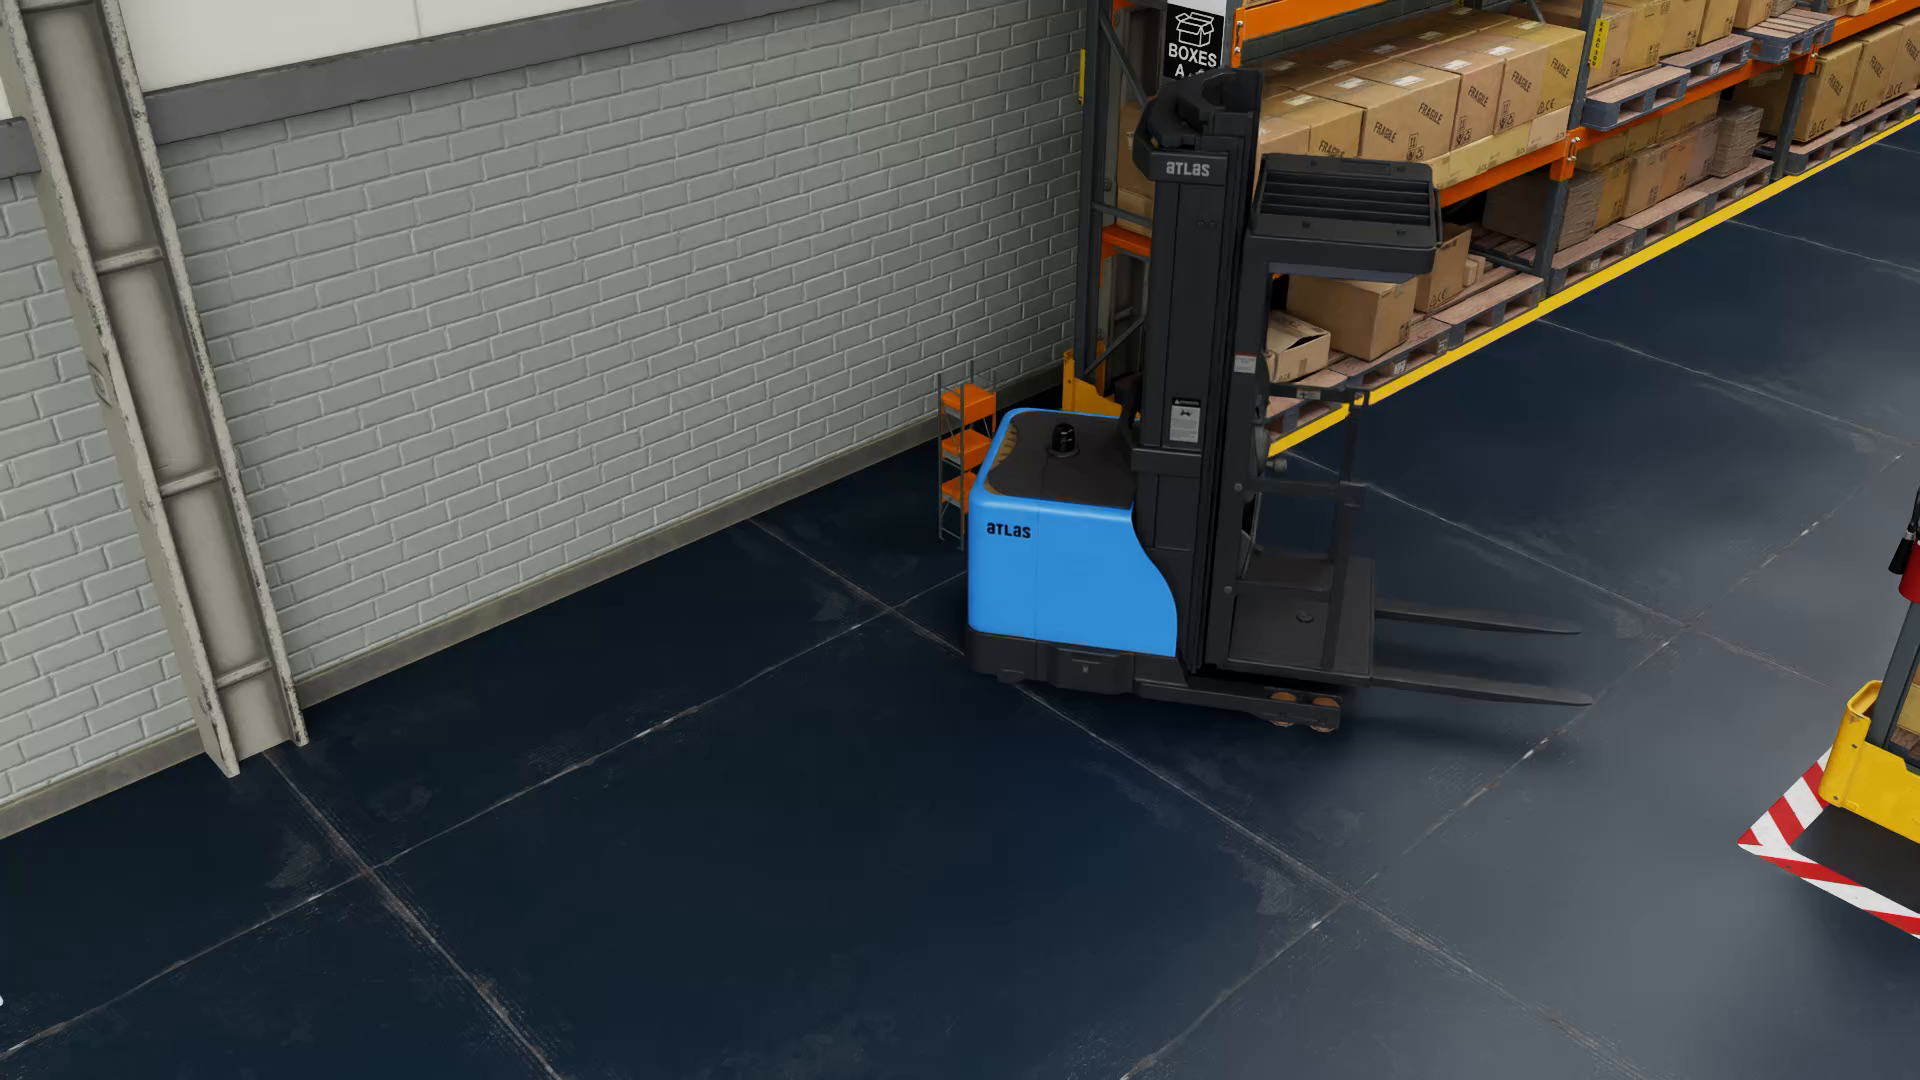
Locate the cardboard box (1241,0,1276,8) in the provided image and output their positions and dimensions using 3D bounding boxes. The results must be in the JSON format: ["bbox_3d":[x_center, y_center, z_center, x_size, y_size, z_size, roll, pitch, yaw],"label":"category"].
[{"bbox_3d":[1.515,-3.200,8.952,0.500,0.500,0.500,-25,39,-34],"label":"cardboard box"}]

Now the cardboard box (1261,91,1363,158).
[{"bbox_3d":[2.024,-2.336,9.935,0.500,0.500,0.500,-26,40,-35],"label":"cardboard box"}]

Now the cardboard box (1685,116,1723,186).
[{"bbox_3d":[6.017,-3.391,14.229,0.500,0.500,0.700,-26,40,-36],"label":"cardboard box"}]

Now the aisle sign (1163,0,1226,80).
[{"bbox_3d":[1.251,-2.815,8.820,0.004,0.787,0.394,-26,40,-35],"label":"aisle sign"}]

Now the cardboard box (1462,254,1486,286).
[{"bbox_3d":[3.661,-2.042,12.343,0.380,0.166,0.250,23,38,33],"label":"cardboard box"}]

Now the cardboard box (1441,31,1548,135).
[{"bbox_3d":[3.535,-3.064,11.126,0.500,0.500,0.500,-26,40,-36],"label":"cardboard box"}]

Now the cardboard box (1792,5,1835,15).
[{"bbox_3d":[7.365,-4.613,14.475,0.250,0.149,0.380,-26,40,-36],"label":"cardboard box"}]

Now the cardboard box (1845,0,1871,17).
[{"bbox_3d":[7.808,-4.761,14.717,0.250,0.149,0.380,-24,39,-34],"label":"cardboard box"}]

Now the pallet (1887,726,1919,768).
[{"bbox_3d":[5.003,0.950,7.828,1.213,0.211,1.003,-26,40,-35],"label":"pallet"}]

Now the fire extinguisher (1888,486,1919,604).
[{"bbox_3d":[4.068,-0.055,6.873,0.183,0.674,0.296,-26,40,-35],"label":"fire extinguisher"}]

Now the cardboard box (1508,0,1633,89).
[{"bbox_3d":[4.429,-3.663,12.181,0.500,0.500,0.700,-26,40,-35],"label":"cardboard box"}]

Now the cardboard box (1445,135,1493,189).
[{"bbox_3d":[3.163,-2.567,11.032,0.500,0.250,0.500,-26,40,-36],"label":"cardboard box"}]

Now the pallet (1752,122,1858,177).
[{"bbox_3d":[7.596,-3.745,15.506,1.213,0.211,1.003,-26,40,-35],"label":"pallet"}]

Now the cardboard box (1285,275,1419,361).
[{"bbox_3d":[2.659,-1.621,11.335,0.700,0.500,0.500,26,40,36],"label":"cardboard box"}]

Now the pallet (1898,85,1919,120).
[{"bbox_3d":[9.385,-4.610,16.921,1.213,0.211,1.003,-26,40,-35],"label":"pallet"}]

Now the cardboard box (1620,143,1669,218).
[{"bbox_3d":[5.308,-3.021,13.625,0.500,0.500,0.700,-25,40,-35],"label":"cardboard box"}]

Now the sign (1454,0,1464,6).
[{"bbox_3d":[3.653,-3.970,12.091,0.005,0.325,0.100,-26,40,-35],"label":"sign"}]

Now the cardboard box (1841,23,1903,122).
[{"bbox_3d":[8.241,-4.464,15.668,0.750,0.750,0.750,-26,40,-36],"label":"cardboard box"}]

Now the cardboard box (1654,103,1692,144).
[{"bbox_3d":[5.639,-3.487,13.667,0.500,0.250,0.500,-26,40,-36],"label":"cardboard box"}]

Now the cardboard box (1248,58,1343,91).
[{"bbox_3d":[2.053,-2.719,10.561,0.500,0.500,0.500,-27,41,-37],"label":"cardboard box"}]

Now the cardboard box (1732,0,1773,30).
[{"bbox_3d":[6.237,-4.535,13.607,0.700,0.500,0.500,25,39,35],"label":"cardboard box"}]

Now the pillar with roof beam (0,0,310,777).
[{"bbox_3d":[-0.447,-1.209,2.936,0.400,9.000,9.100,-26,40,-35],"label":"pillar with roof beam"}]

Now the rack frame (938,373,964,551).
[{"bbox_3d":[-0.050,-0.424,9.271,0.008,1.050,0.200,-26,40,-35],"label":"rack frame"}]

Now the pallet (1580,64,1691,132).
[{"bbox_3d":[4.692,-3.398,12.450,1.213,0.211,1.003,-26,40,-35],"label":"pallet"}]

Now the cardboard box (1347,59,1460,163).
[{"bbox_3d":[2.777,-2.705,10.538,0.500,0.500,0.500,-24,39,-34],"label":"cardboard box"}]

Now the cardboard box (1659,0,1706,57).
[{"bbox_3d":[5.306,-4.104,12.902,0.500,0.500,0.700,-20,37,-29],"label":"cardboard box"}]

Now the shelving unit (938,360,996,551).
[{"bbox_3d":[0.039,-0.467,9.342,0.252,1.050,0.215,-26,40,-35],"label":"shelving unit"}]

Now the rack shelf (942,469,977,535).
[{"bbox_3d":[0.039,-0.221,9.492,0.240,0.259,0.215,-26,40,-35],"label":"rack shelf"}]

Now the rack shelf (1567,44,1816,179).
[{"bbox_3d":[5.500,-3.667,13.396,4.000,0.370,1.077,-26,40,-35],"label":"rack shelf"}]

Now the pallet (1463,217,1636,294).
[{"bbox_3d":[4.603,-2.352,13.228,1.213,0.211,1.003,-26,40,-35],"label":"pallet"}]

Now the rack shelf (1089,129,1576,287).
[{"bbox_3d":[2.567,-2.248,11.076,4.000,0.370,1.077,-26,40,-35],"label":"rack shelf"}]

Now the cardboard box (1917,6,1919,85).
[{"bbox_3d":[9.511,-5.084,16.682,0.750,0.750,0.750,-25,40,-35],"label":"cardboard box"}]

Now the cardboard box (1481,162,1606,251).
[{"bbox_3d":[4.562,-2.653,13.023,0.500,0.500,0.700,-24,39,-34],"label":"cardboard box"}]

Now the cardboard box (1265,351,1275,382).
[{"bbox_3d":[1.669,-1.097,10.659,0.500,0.311,0.500,24,39,34],"label":"cardboard box"}]

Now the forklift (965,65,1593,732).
[{"bbox_3d":[1.598,-0.626,7.798,3.031,2.935,1.130,7,32,11],"label":"forklift"}]

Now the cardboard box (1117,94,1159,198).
[{"bbox_3d":[1.301,-2.359,9.972,0.500,0.500,0.500,-26,40,-36],"label":"cardboard box"}]

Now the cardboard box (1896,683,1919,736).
[{"bbox_3d":[4.663,0.738,7.735,0.500,0.250,0.500,-26,40,-35],"label":"cardboard box"}]

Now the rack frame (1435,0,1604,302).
[{"bbox_3d":[4.033,-3.265,12.048,0.127,3.000,1.000,-26,40,-35],"label":"rack frame"}]

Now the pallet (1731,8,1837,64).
[{"bbox_3d":[6.516,-4.308,13.938,1.003,0.211,1.213,-26,40,-35],"label":"pallet"}]

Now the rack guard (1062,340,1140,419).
[{"bbox_3d":[1.156,-0.806,10.424,0.348,0.500,1.175,-26,40,-35],"label":"rack guard"}]

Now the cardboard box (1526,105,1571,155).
[{"bbox_3d":[3.892,-2.925,11.618,0.500,0.250,0.500,-26,40,-35],"label":"cardboard box"}]

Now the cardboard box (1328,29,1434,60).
[{"bbox_3d":[2.795,-3.086,11.161,0.500,0.500,0.500,-25,39,-34],"label":"cardboard box"}]

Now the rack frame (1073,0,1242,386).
[{"bbox_3d":[1.100,-1.846,9.728,0.127,3.000,1.000,-26,40,-35],"label":"rack frame"}]

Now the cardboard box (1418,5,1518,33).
[{"bbox_3d":[3.546,-3.442,11.744,0.500,0.500,0.500,-27,40,-36],"label":"cardboard box"}]

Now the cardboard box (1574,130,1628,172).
[{"bbox_3d":[4.882,-3.131,13.085,0.500,0.250,0.500,-27,40,-36],"label":"cardboard box"}]
